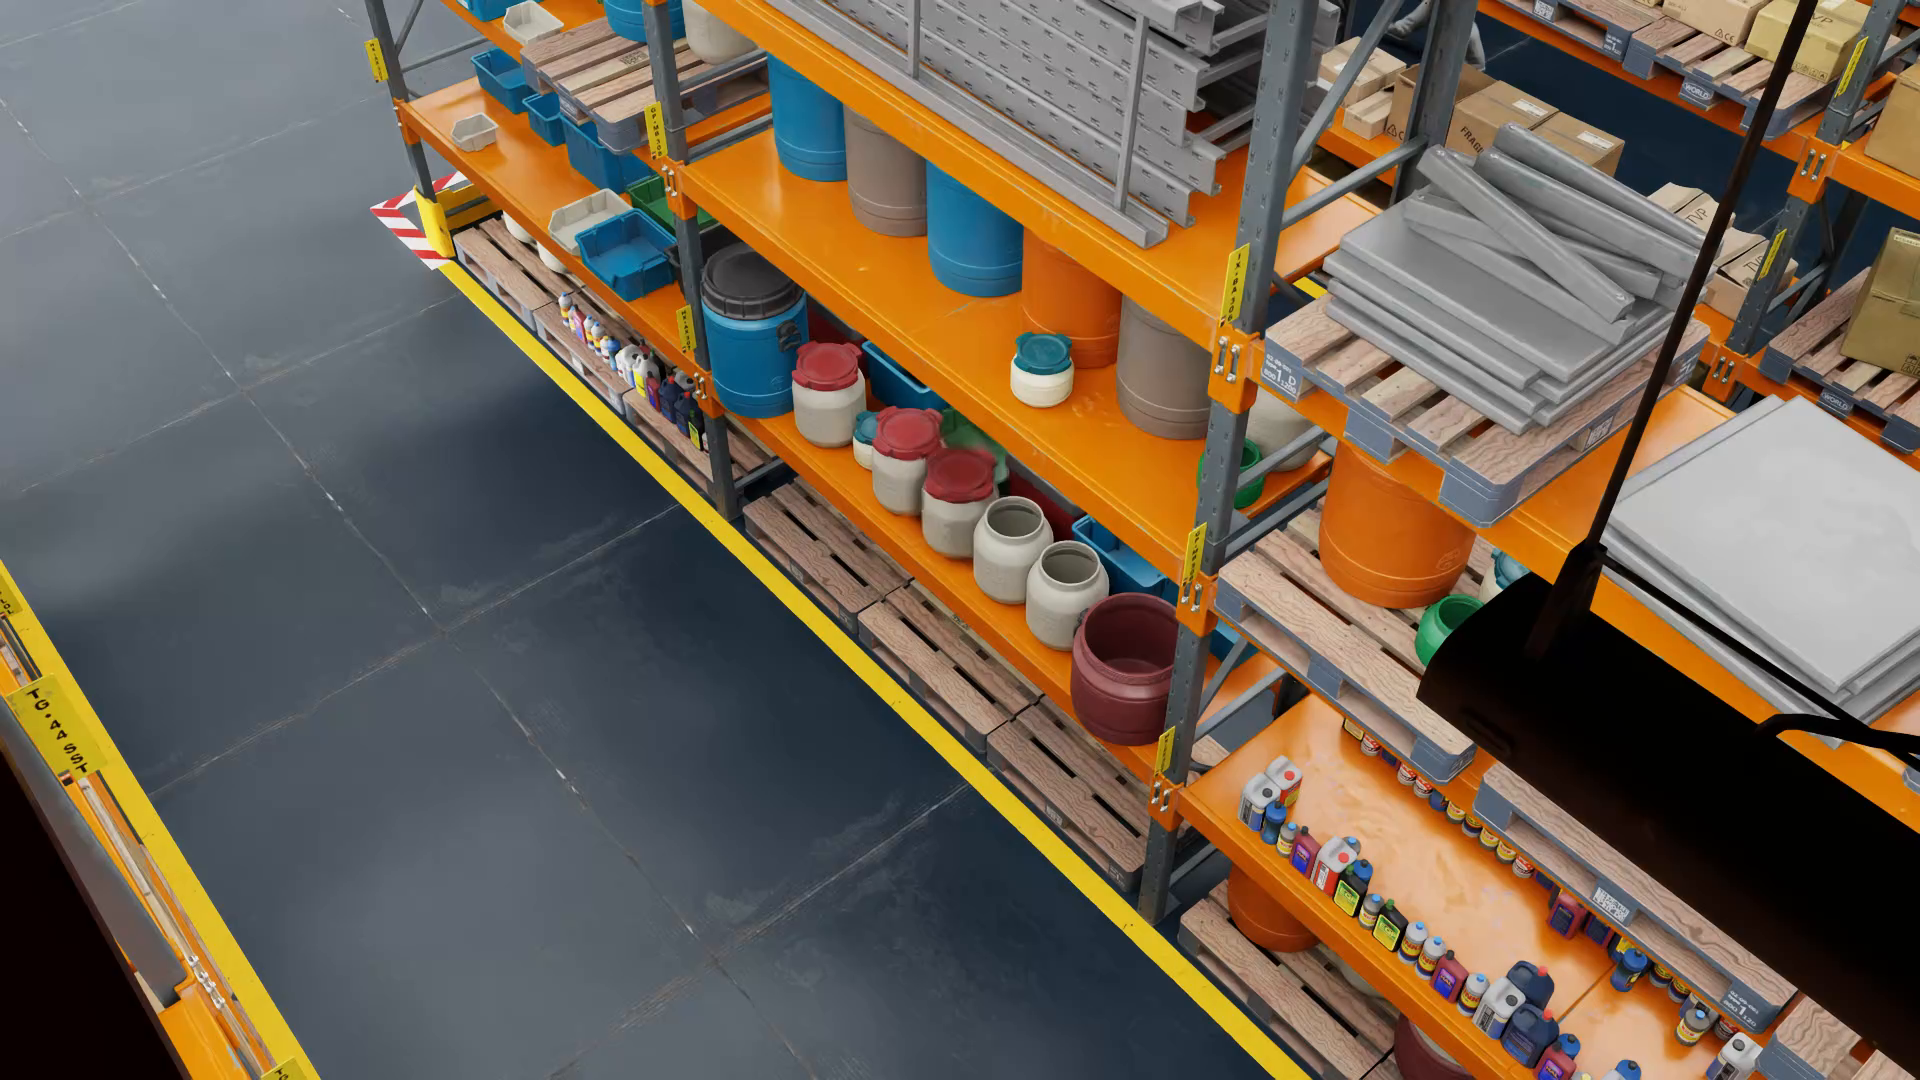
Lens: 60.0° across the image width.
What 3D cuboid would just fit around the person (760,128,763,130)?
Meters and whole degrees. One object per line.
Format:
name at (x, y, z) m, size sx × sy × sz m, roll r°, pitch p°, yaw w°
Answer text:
person at (-1.335, -3.380, 12.971) m, size 1.068 × 1.712 × 0.567 m, roll 15°, pitch 48°, yaw 14°

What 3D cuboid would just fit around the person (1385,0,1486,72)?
person at (4.214, -4.963, 14.481) m, size 1.058 × 1.707 × 0.571 m, roll 15°, pitch 48°, yaw 14°
